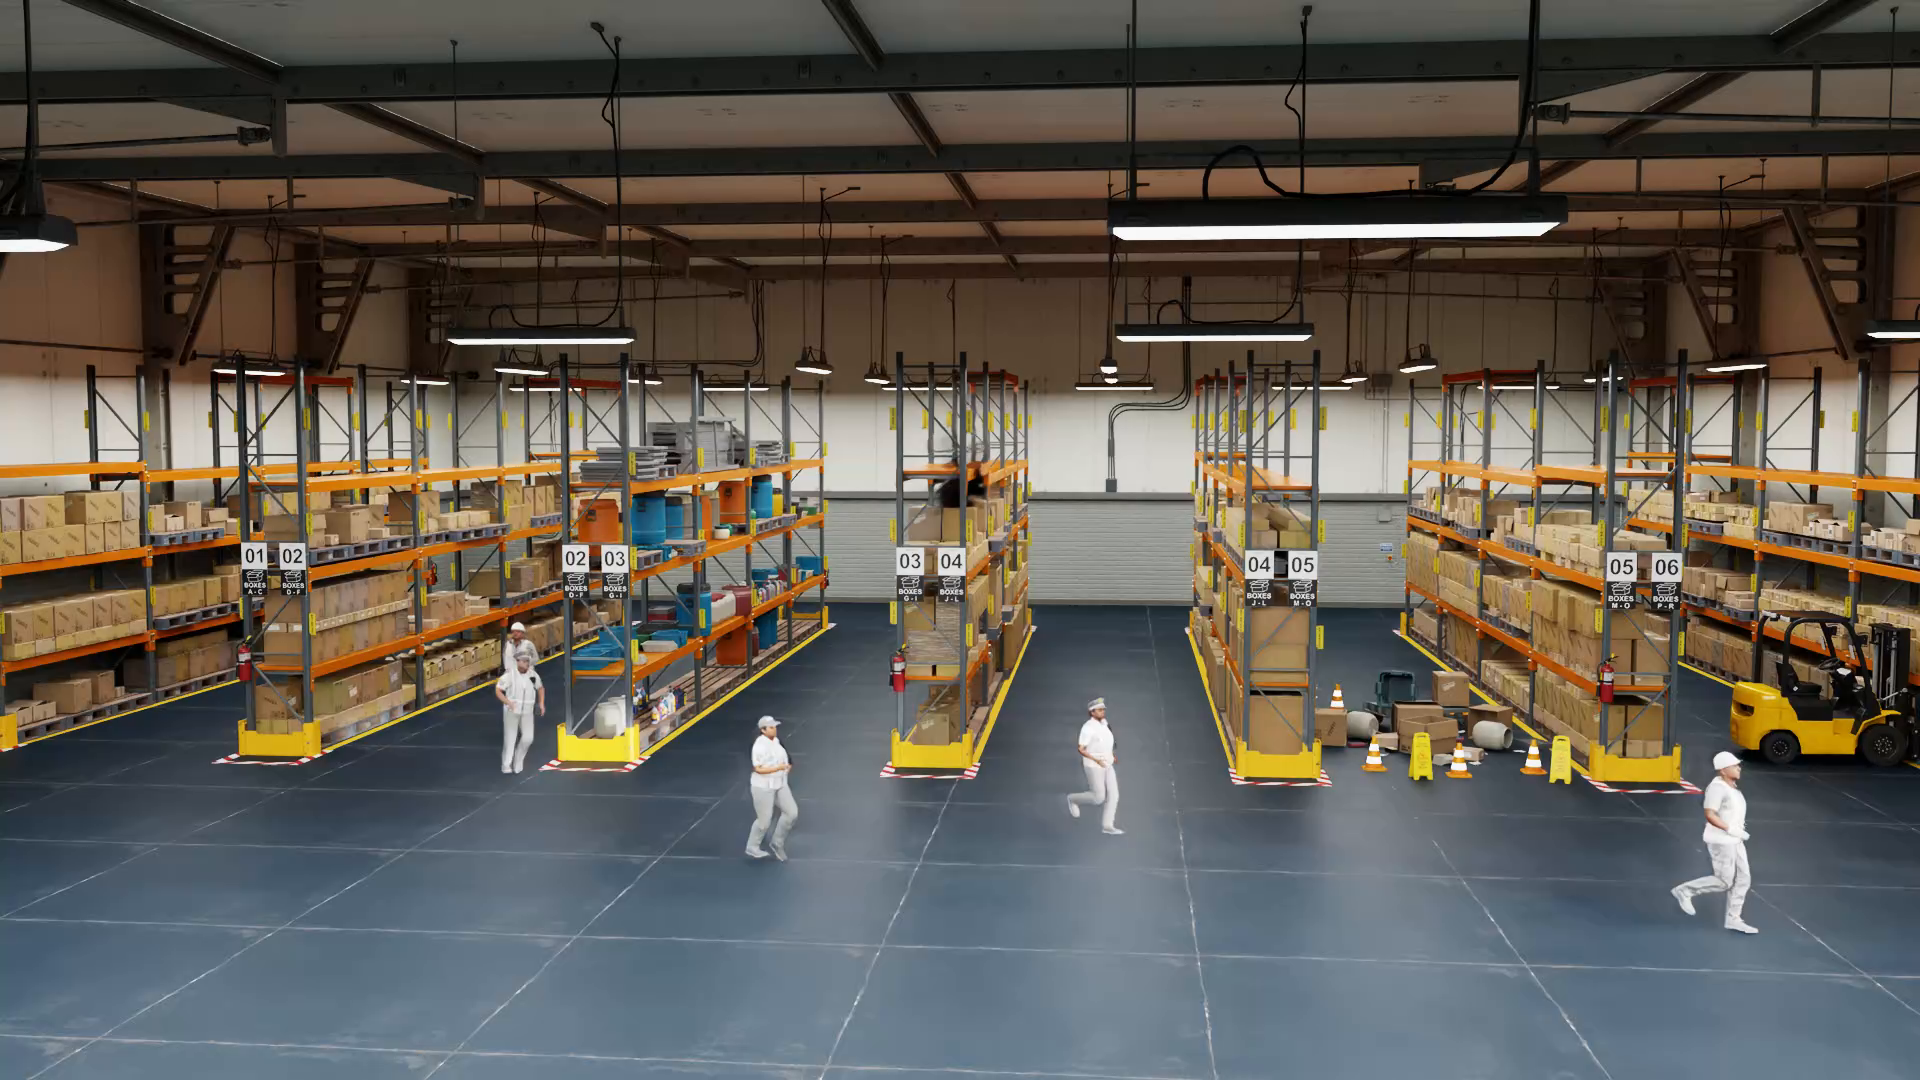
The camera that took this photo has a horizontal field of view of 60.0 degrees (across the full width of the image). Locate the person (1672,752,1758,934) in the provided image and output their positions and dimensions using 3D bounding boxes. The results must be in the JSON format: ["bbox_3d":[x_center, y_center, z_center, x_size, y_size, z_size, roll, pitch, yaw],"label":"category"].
[{"bbox_3d":[7.485,2.965,16.433,0.795,1.764,0.667,3,5,40],"label":"person"}]

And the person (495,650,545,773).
[{"bbox_3d":[-6.254,2.452,23.742,0.736,1.750,0.571,-2,5,-29],"label":"person"}]

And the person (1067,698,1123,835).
[{"bbox_3d":[1.690,2.740,20.294,0.773,1.657,0.593,4,5,42],"label":"person"}]

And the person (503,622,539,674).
[{"bbox_3d":[-7.061,2.226,26.709,0.644,1.822,0.792,0,4,-2],"label":"person"}]

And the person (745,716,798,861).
[{"bbox_3d":[-2.138,2.841,18.919,0.661,1.695,0.586,2,5,29],"label":"person"}]
